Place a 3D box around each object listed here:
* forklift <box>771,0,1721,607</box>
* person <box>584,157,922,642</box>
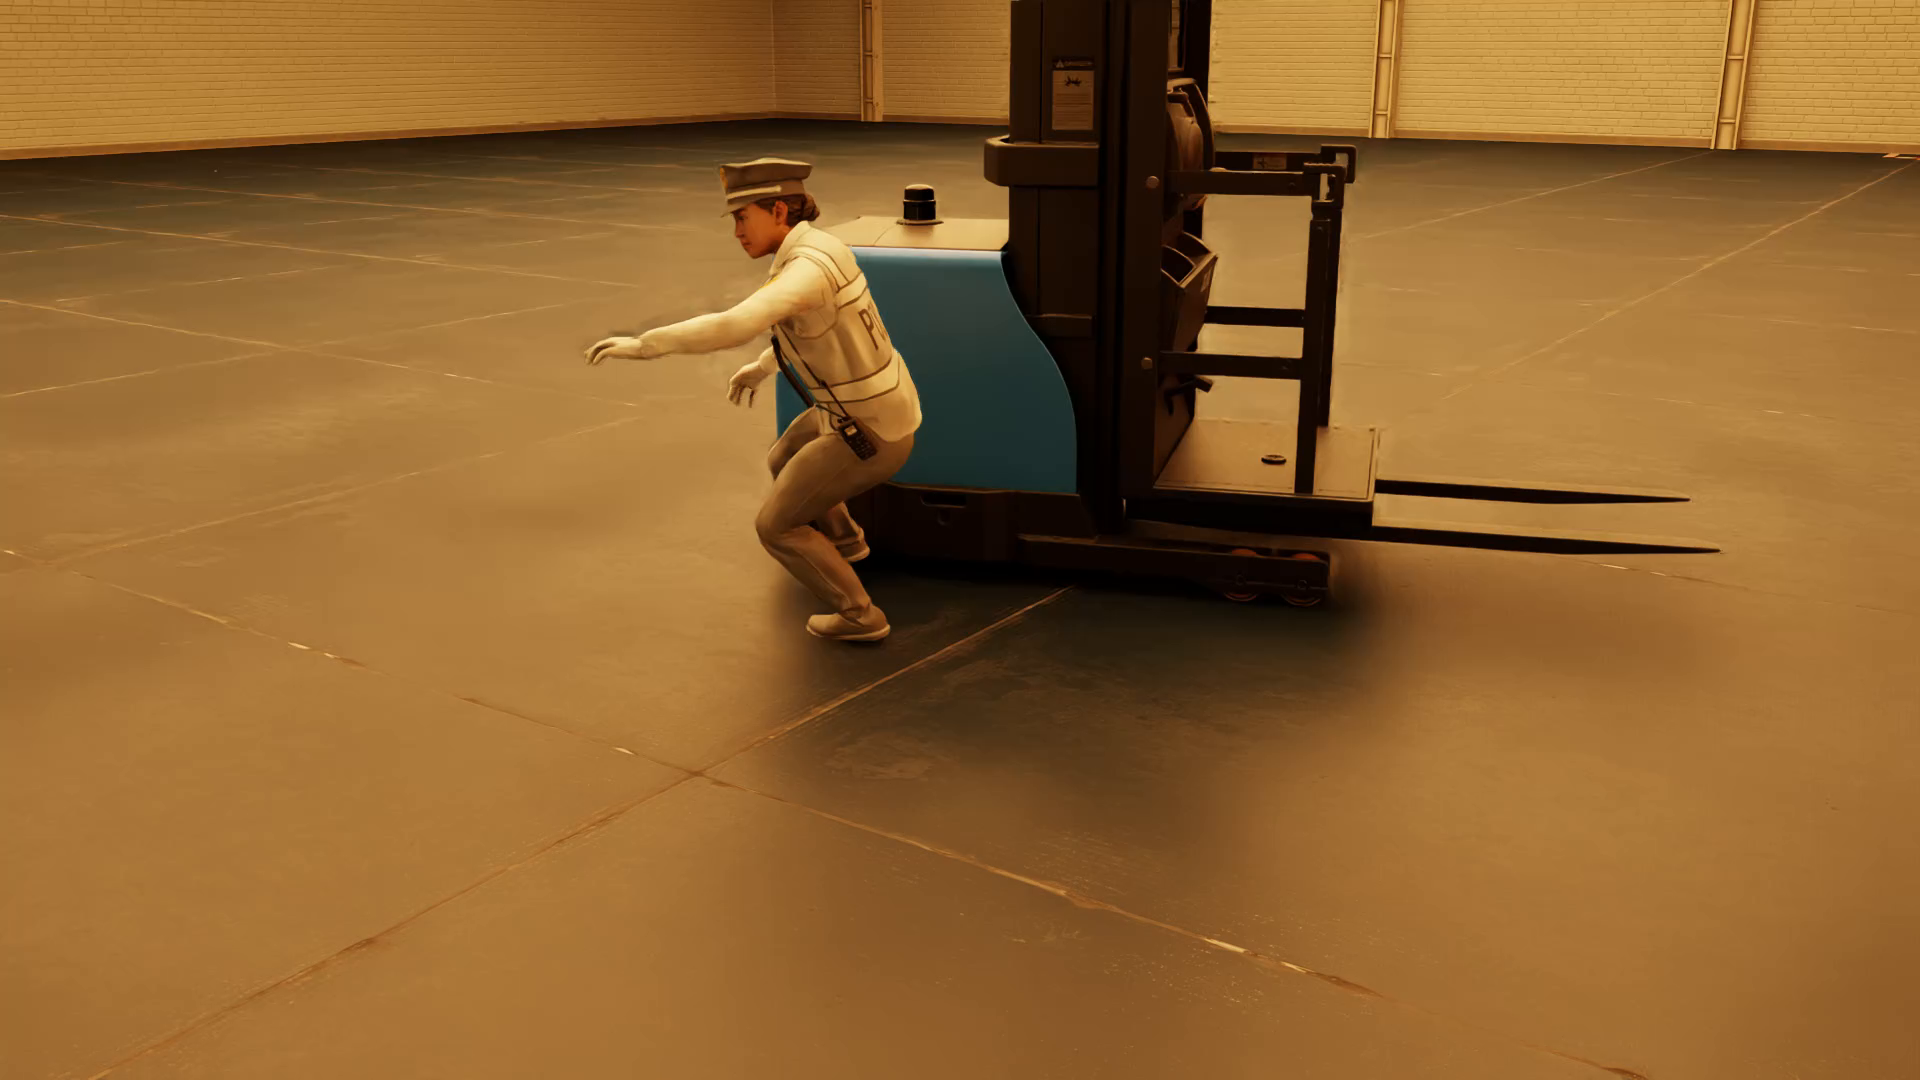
[{"bbox_3d":[0.940,-1.362,5.388,3.031,2.935,1.130,4,17,14],"label":"forklift"},{"bbox_3d":[-0.530,-0.377,4.797,0.848,1.423,1.202,0,17,0],"label":"person"}]
